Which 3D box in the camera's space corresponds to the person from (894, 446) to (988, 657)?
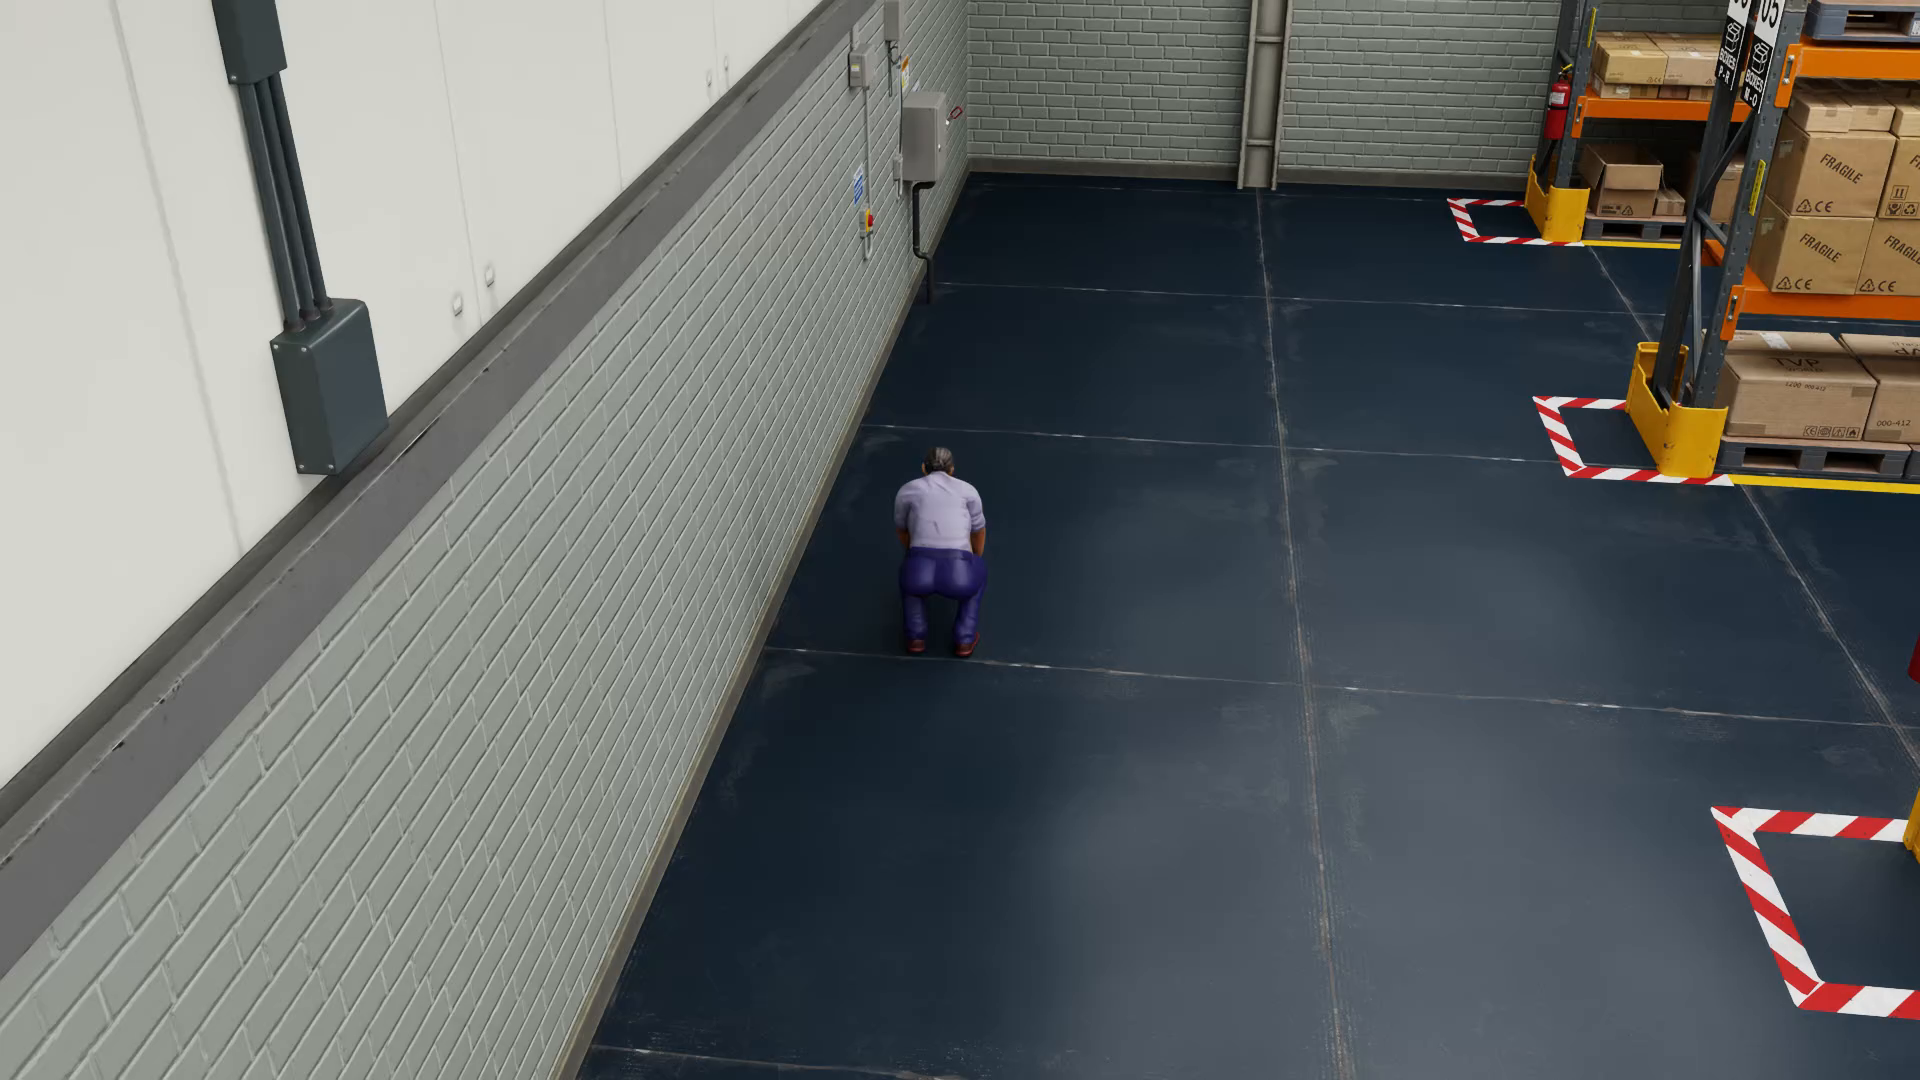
[{"bbox_3d":[-0.119,0.085,9.138,0.531,1.029,0.795,3,29,6],"label":"person"}]
